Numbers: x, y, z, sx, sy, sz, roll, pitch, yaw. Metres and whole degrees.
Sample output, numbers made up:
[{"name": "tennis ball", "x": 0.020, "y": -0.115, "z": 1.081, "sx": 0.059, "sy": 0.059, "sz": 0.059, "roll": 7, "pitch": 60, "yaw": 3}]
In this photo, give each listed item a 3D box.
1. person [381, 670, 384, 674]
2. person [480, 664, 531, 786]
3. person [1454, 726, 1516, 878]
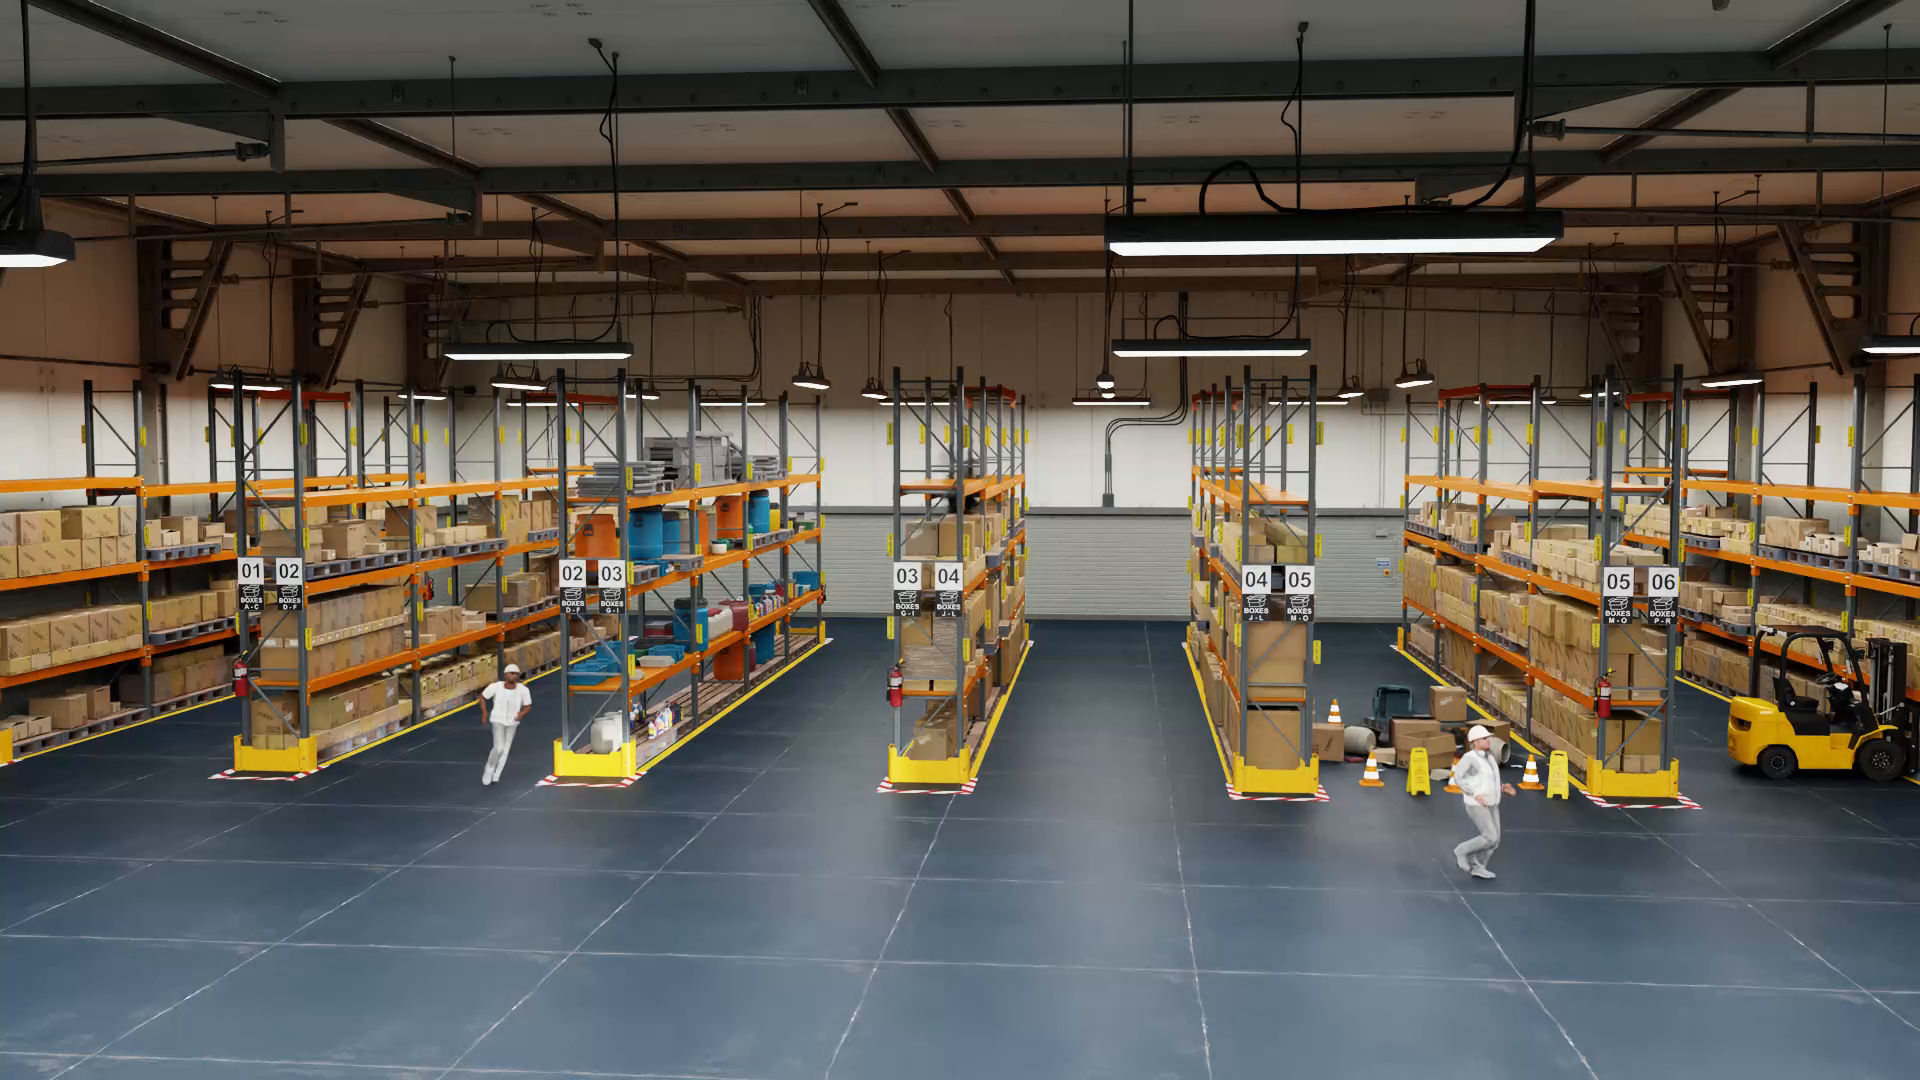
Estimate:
[{"name": "person", "x": -11.559, "y": 2.123, "z": 32.890, "sx": 0.584, "sy": 1.754, "sz": 0.775, "roll": 0, "pitch": 4, "yaw": 3}, {"name": "person", "x": -6.530, "y": 2.651, "z": 23.954, "sx": 0.726, "sy": 1.720, "sz": 0.612, "roll": -2, "pitch": 4, "yaw": -28}, {"name": "person", "x": 5.932, "y": 2.967, "z": 18.811, "sx": 0.655, "sy": 1.723, "sz": 0.598, "roll": -3, "pitch": 5, "yaw": -43}]
